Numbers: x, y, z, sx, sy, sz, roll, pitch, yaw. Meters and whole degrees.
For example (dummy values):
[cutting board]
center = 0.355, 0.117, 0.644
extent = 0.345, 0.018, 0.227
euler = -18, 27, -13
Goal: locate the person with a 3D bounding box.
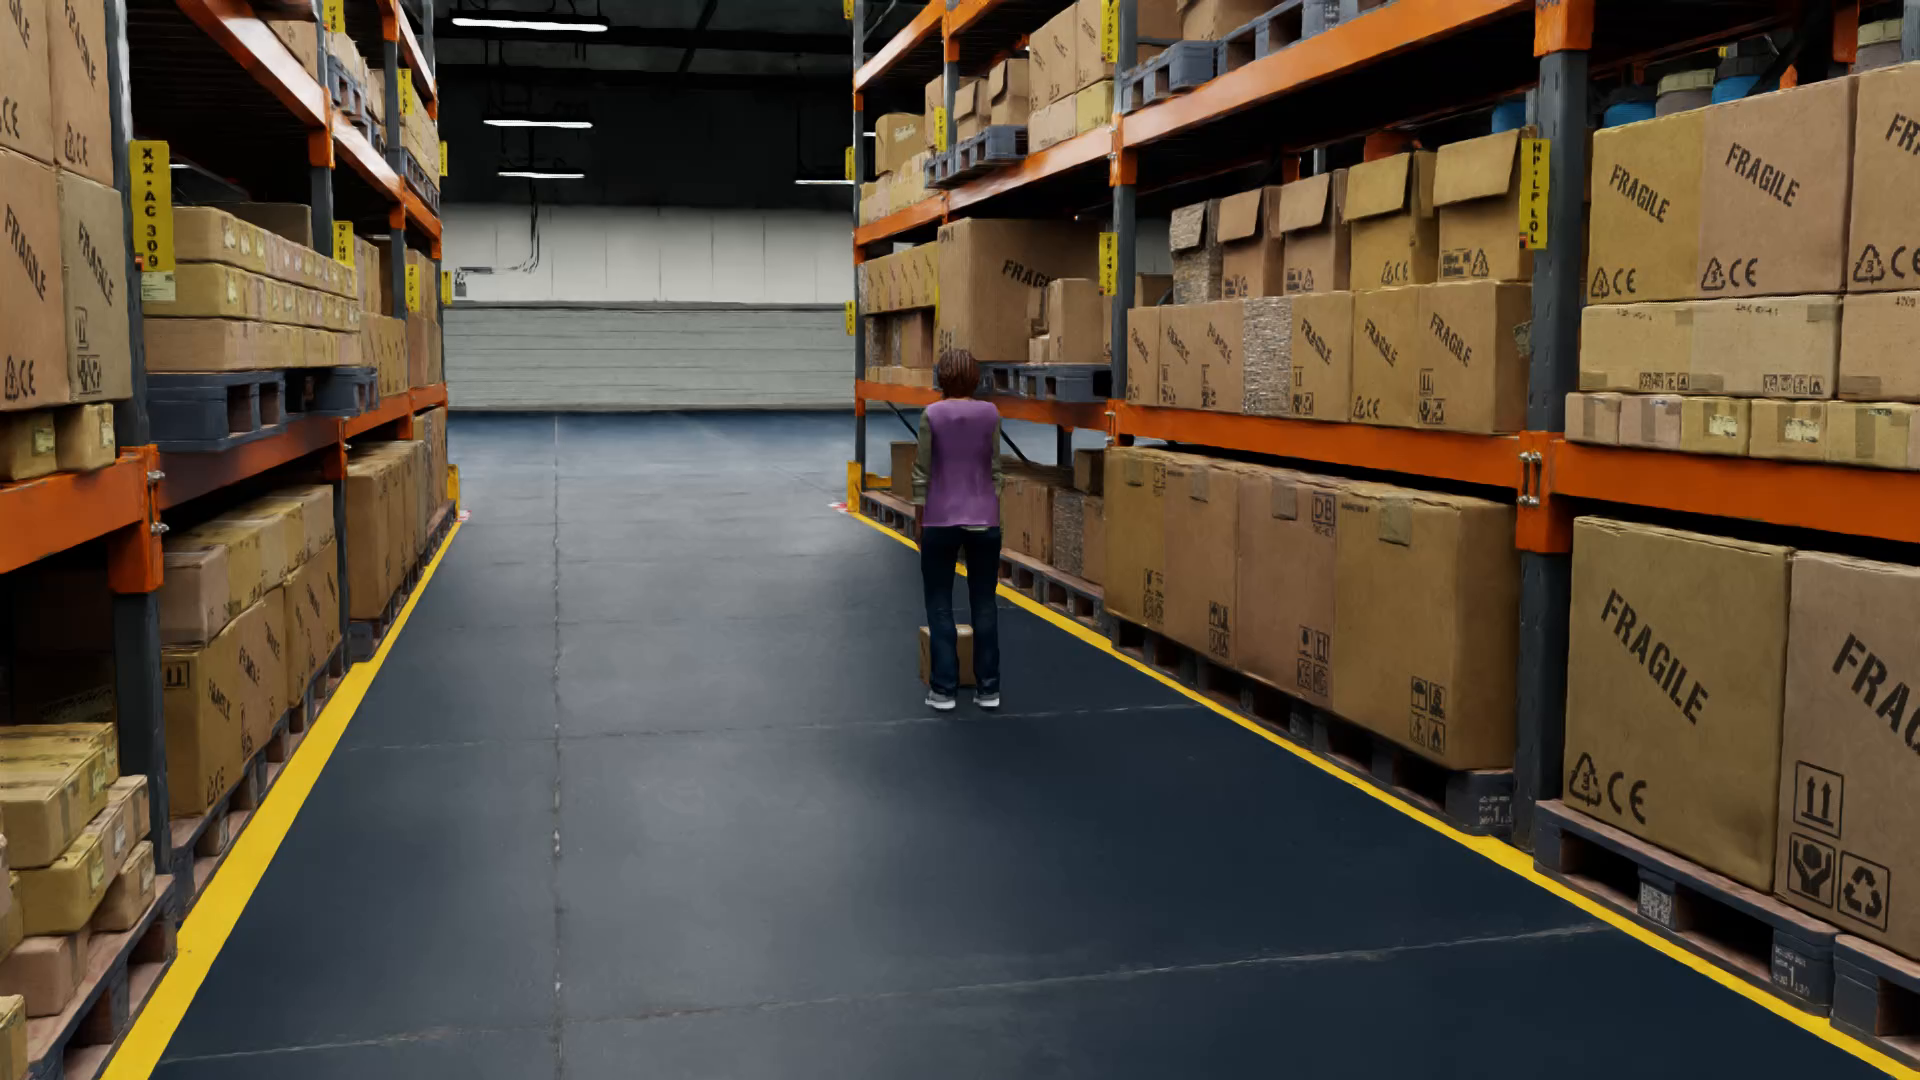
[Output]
[person]
center = -0.014, -0.044, 7.339
extent = 0.407, 1.586, 0.299
euler = -1, 6, -11
